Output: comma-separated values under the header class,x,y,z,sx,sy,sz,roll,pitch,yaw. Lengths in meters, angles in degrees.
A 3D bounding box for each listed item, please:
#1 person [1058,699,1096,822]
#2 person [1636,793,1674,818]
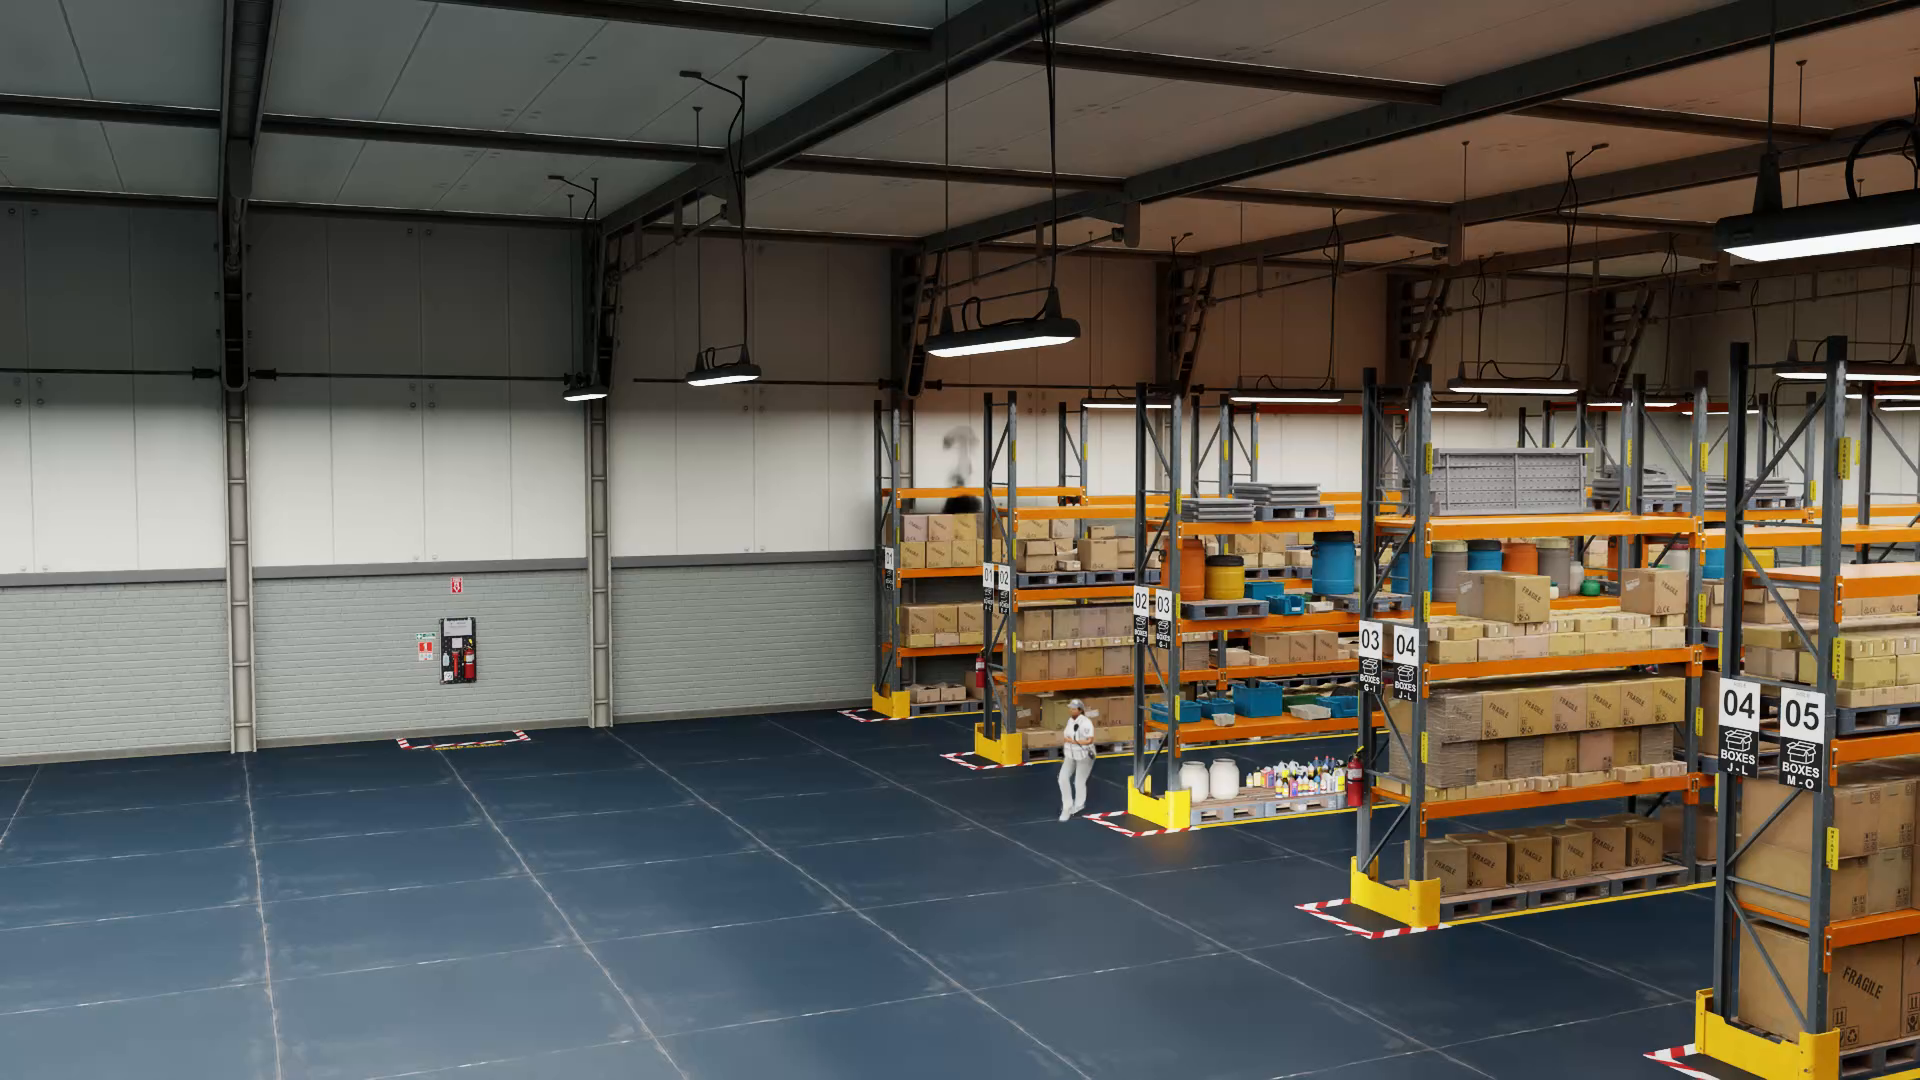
class,x,y,z,sx,sy,sz,roll,pitch,yaw
person,1.601,3.017,22.871,0.639,1.677,0.652,2,4,35
person,9.223,3.057,22.189,0.554,1.659,0.616,-1,4,-21
